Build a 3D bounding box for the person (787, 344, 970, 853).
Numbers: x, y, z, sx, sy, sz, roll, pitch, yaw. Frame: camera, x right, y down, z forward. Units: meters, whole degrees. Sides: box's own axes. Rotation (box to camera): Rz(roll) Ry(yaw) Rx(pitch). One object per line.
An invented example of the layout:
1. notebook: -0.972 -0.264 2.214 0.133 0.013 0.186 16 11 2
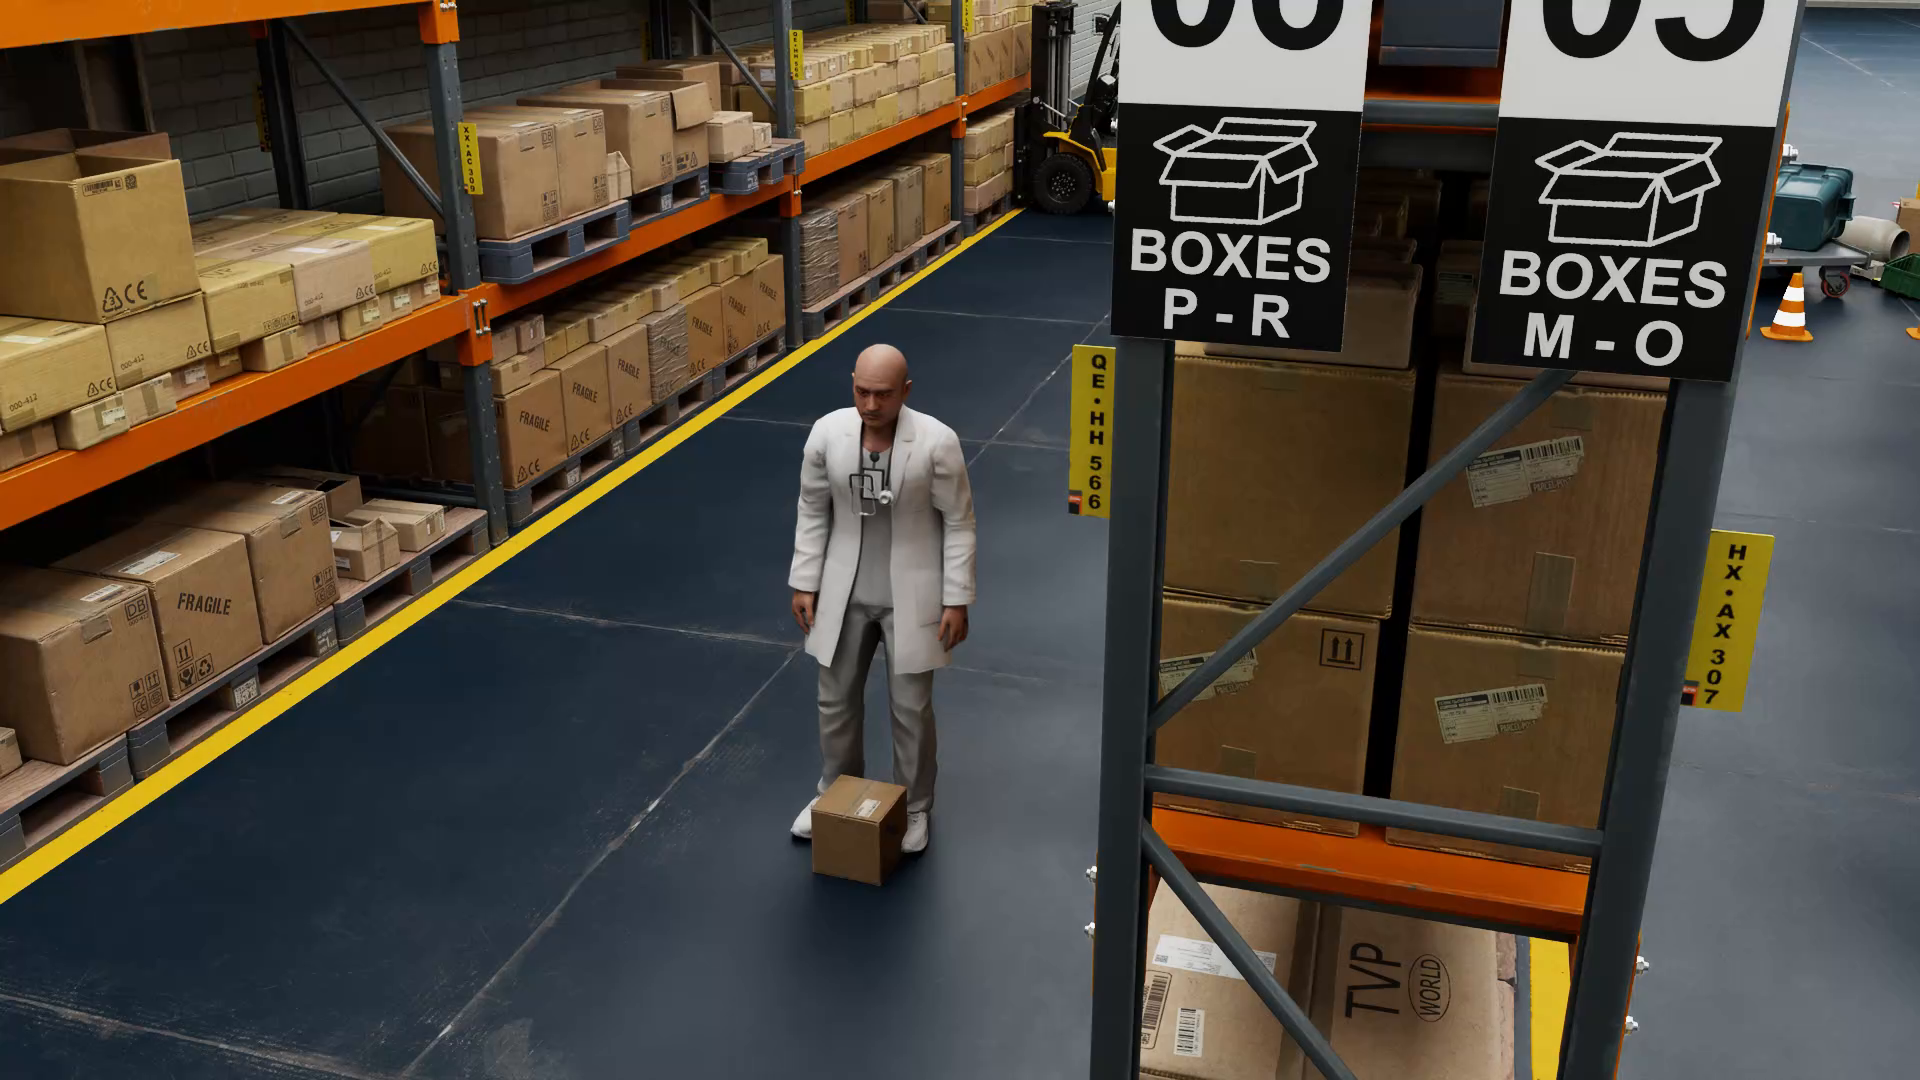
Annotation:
1. person: -0.280 0.192 5.624 0.644 1.774 0.426 7 23 16
